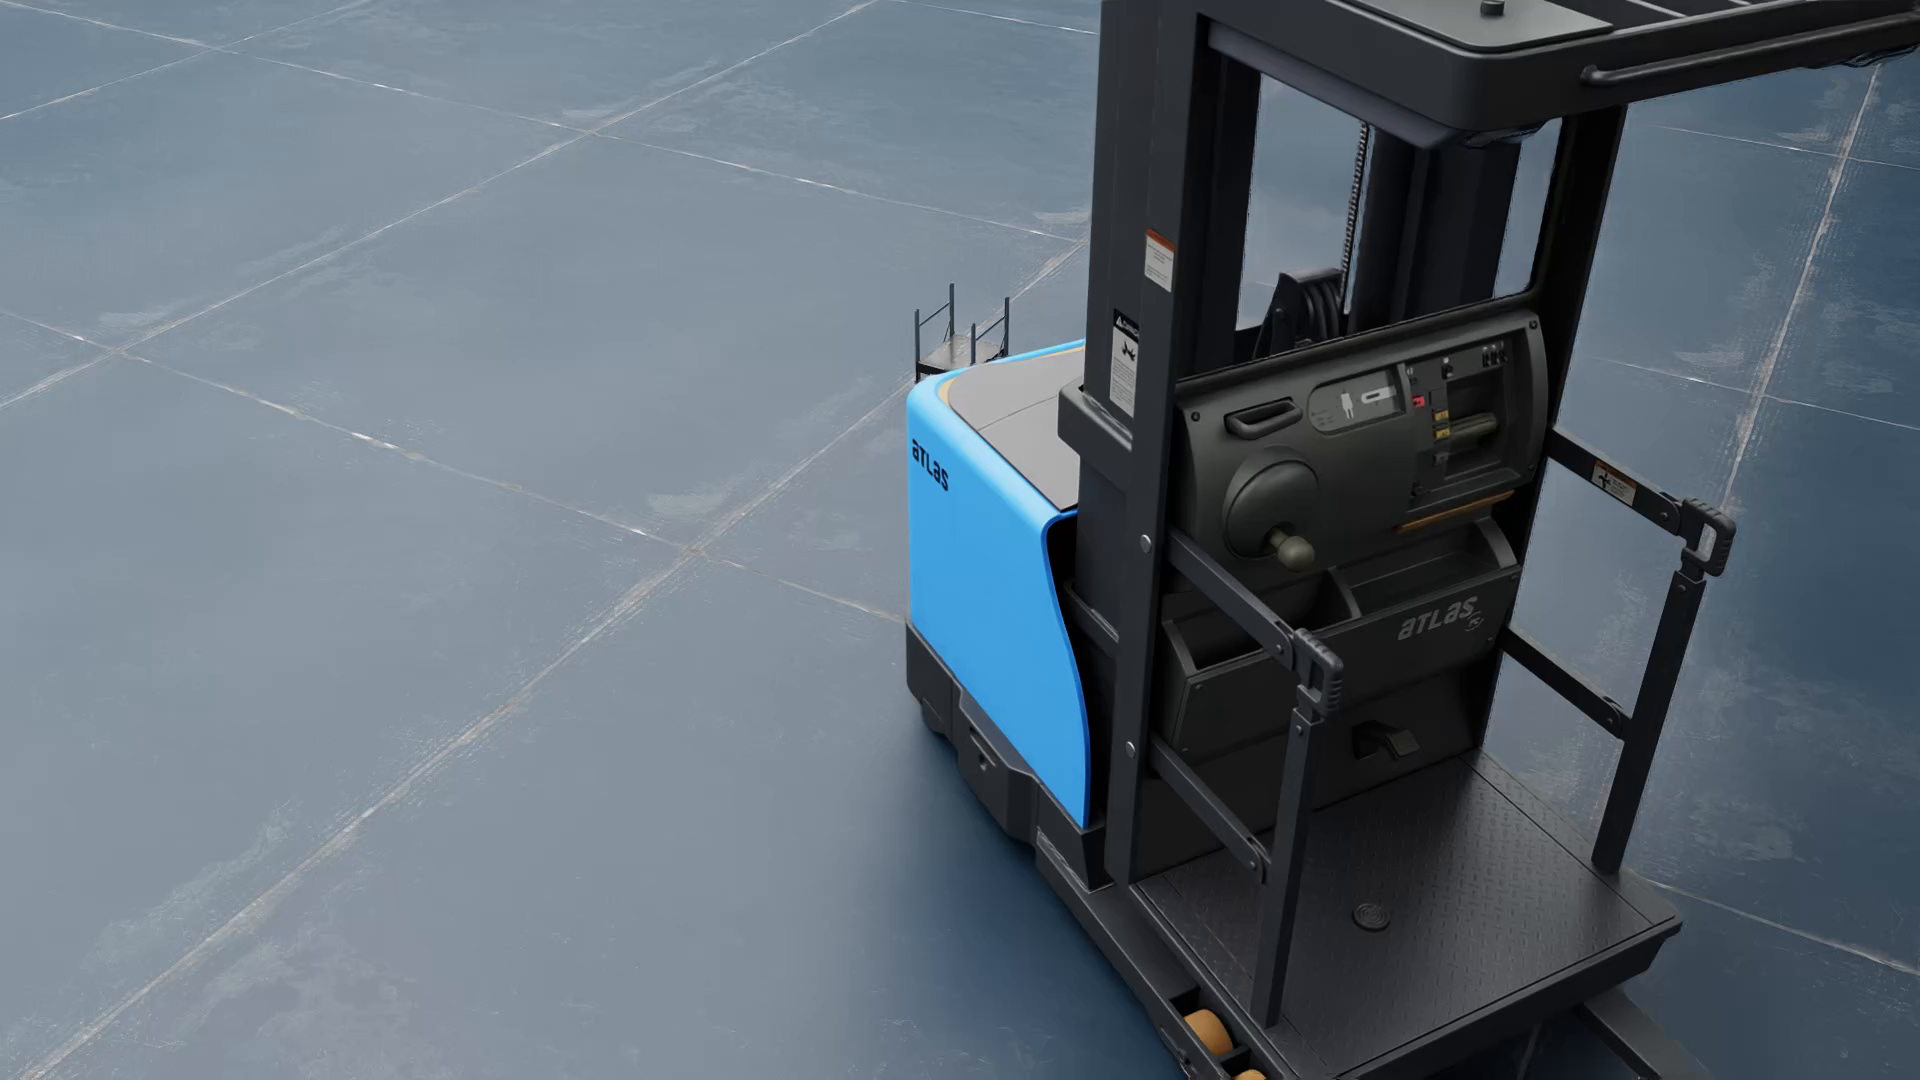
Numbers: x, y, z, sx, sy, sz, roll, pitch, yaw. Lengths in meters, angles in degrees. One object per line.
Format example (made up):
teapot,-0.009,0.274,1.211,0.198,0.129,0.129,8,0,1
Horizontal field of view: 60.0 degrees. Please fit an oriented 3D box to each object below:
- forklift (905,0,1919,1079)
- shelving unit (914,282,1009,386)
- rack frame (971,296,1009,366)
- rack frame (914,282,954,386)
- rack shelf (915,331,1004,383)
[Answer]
forklift,0.966,-0.152,3.334,1.130,2.935,3.031,-16,37,-23
shelving unit,0.007,-0.372,5.497,0.210,0.900,0.258,18,37,24
rack frame,0.095,-0.344,5.455,0.006,0.900,0.240,18,37,24
rack frame,-0.081,-0.400,5.539,0.006,0.900,0.240,18,37,24
rack shelf,0.007,-0.569,5.366,0.200,0.077,0.258,18,37,24
